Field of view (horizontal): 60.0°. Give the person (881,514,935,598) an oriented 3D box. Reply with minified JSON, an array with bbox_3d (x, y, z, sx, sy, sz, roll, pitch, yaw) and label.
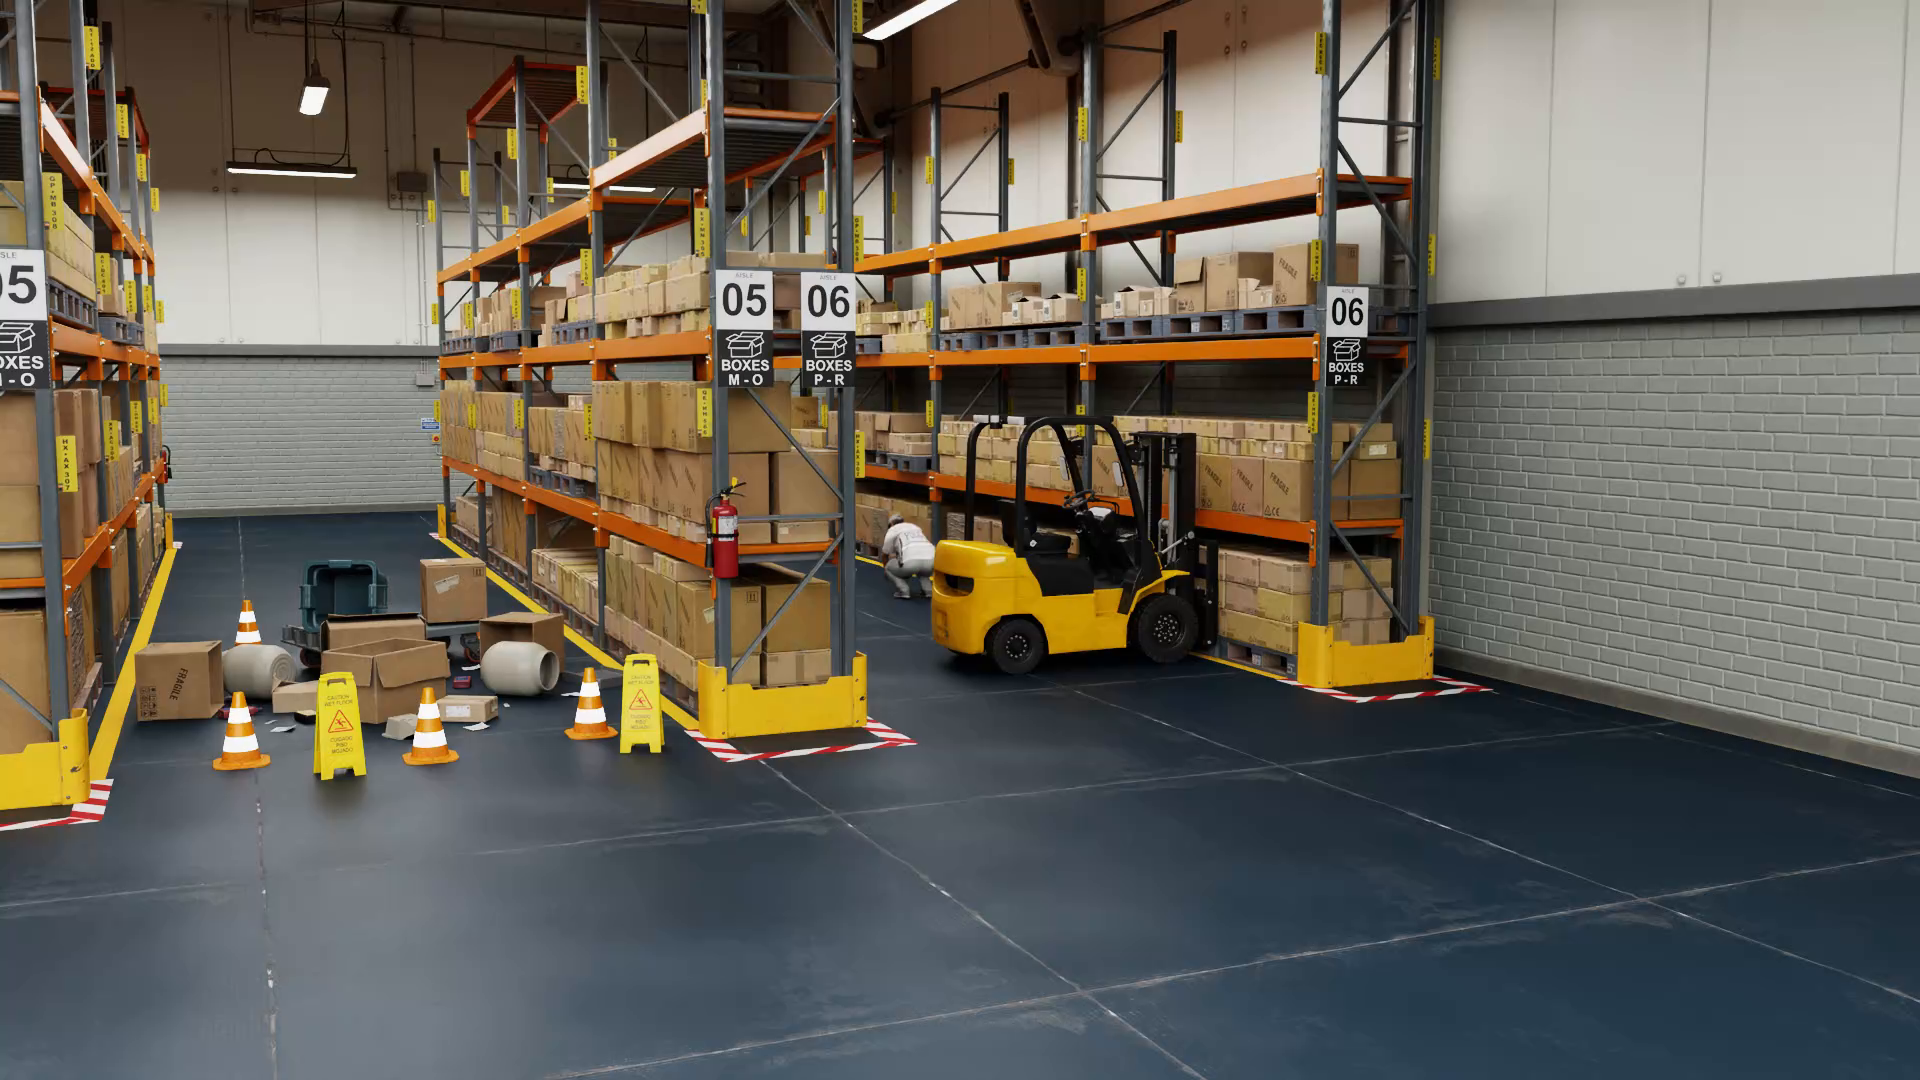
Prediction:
[{"bbox_3d":[-0.581,0.188,18.946,0.537,0.930,0.856,-2,6,-22],"label":"person"}]
